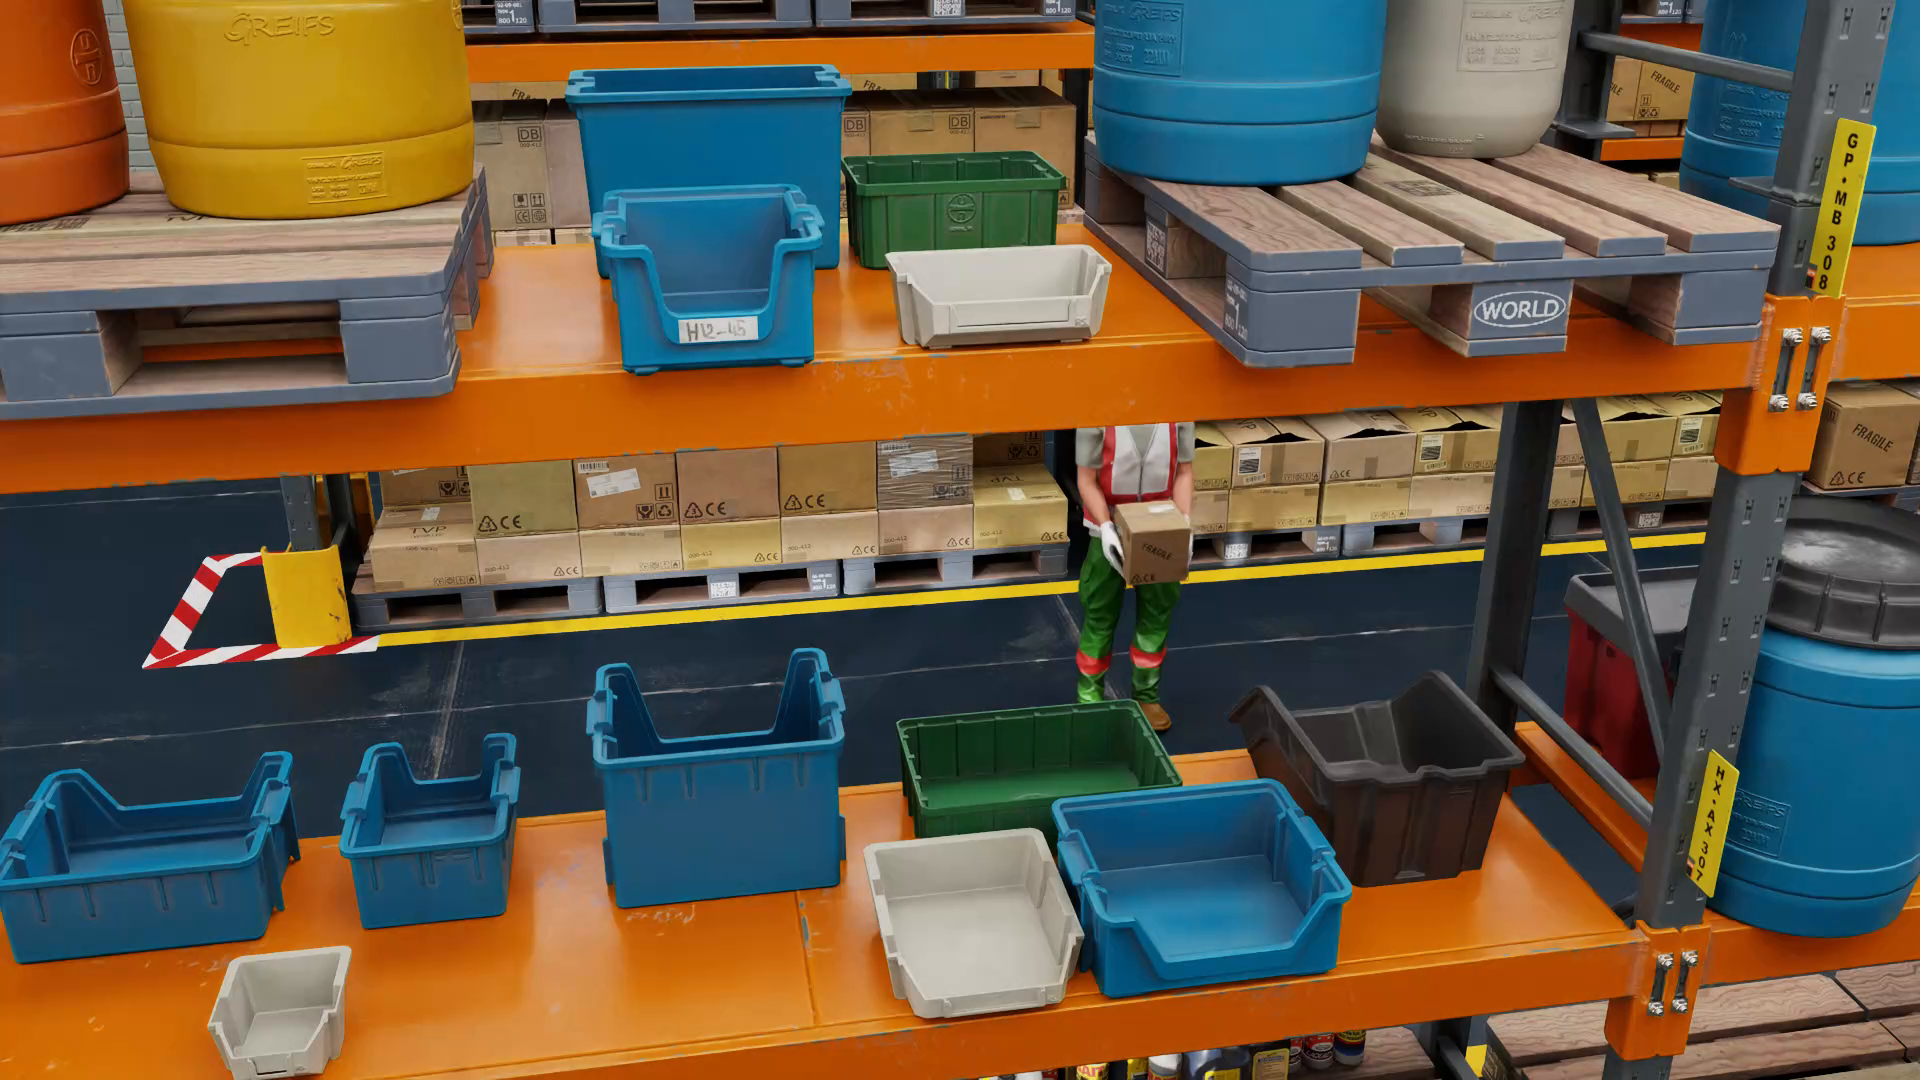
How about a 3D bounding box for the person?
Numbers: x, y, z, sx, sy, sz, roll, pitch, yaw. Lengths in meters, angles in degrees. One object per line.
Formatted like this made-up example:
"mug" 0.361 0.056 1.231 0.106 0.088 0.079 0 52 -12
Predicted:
"person" 0.754 0.002 7.055 0.526 1.794 0.519 -4 24 -10
